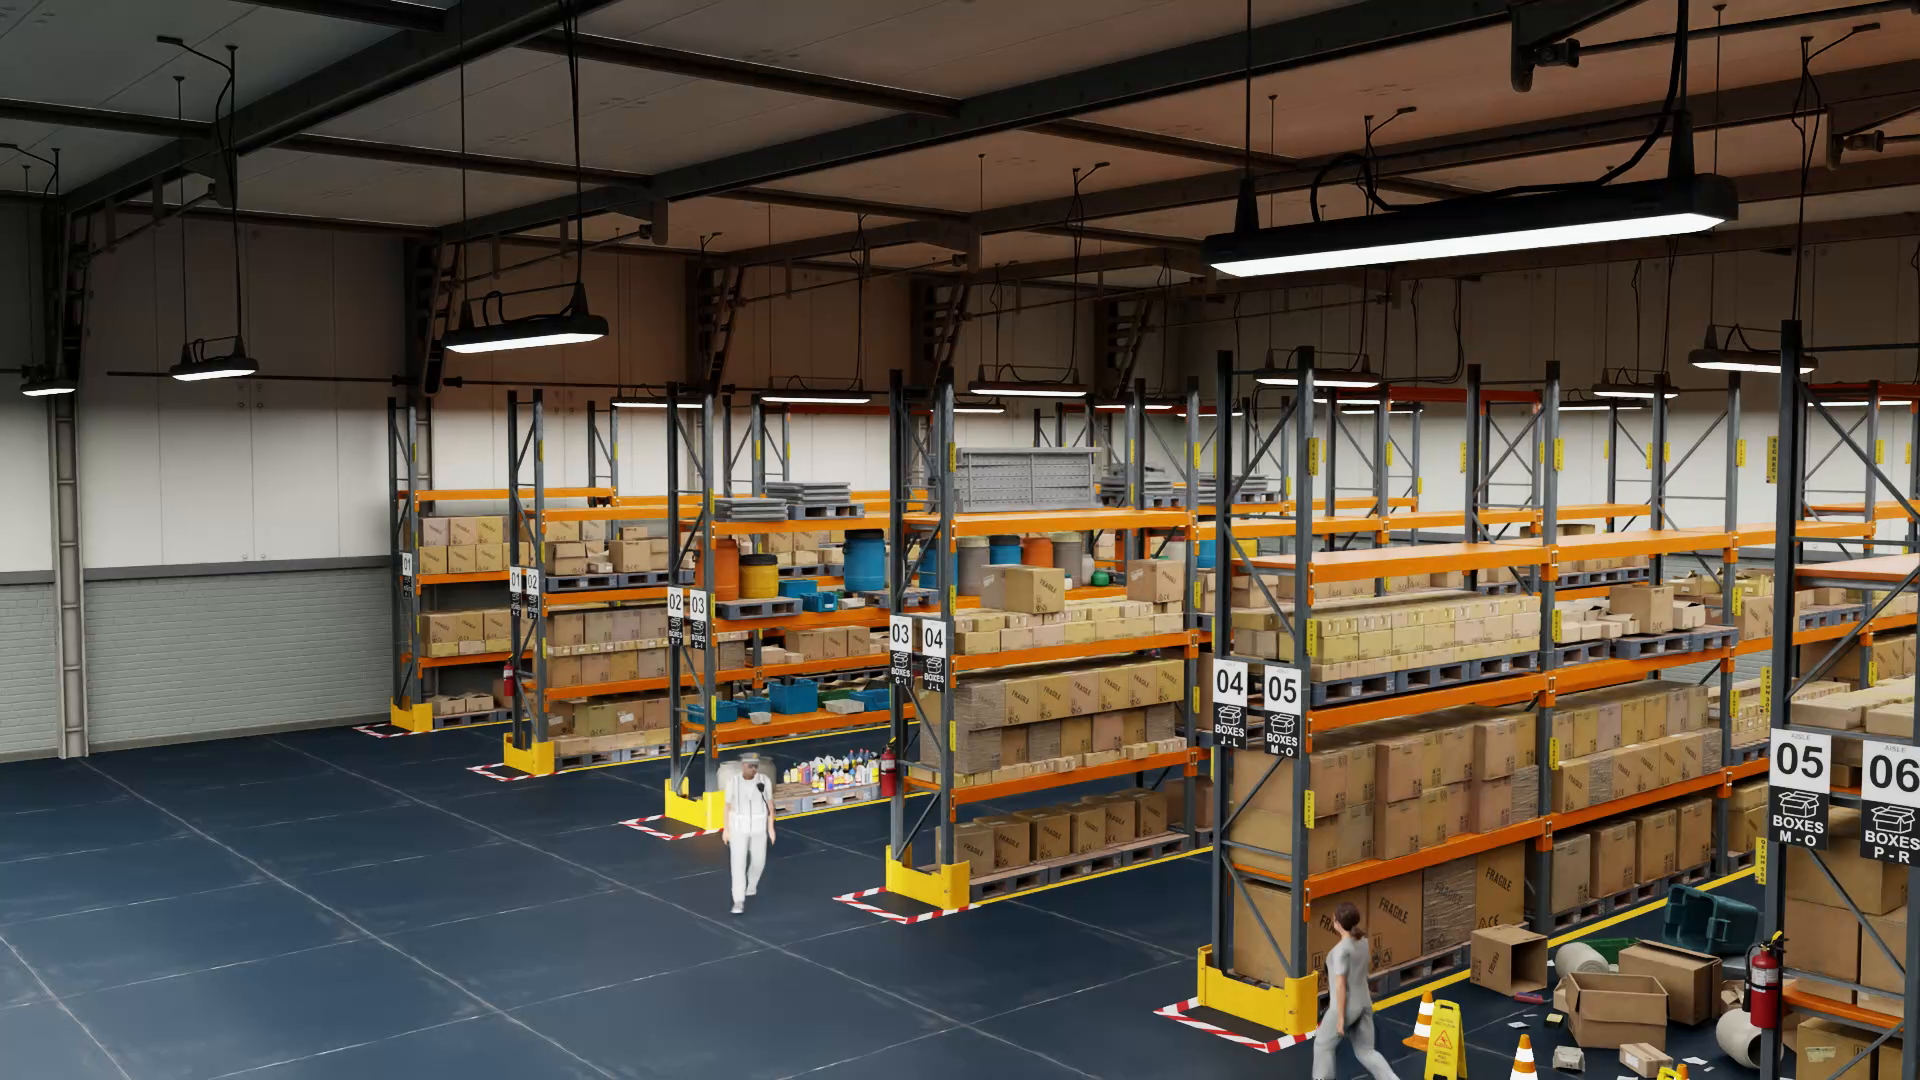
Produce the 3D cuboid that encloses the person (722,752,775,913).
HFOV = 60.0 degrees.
[{"bbox_3d":[-2.366,3.209,18.571,0.555,1.729,0.832,-1,4,-19],"label":"person"}]

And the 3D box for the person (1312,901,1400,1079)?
[{"bbox_3d":[3.036,3.593,12.740,0.967,1.634,0.464,3,5,44],"label":"person"}]
